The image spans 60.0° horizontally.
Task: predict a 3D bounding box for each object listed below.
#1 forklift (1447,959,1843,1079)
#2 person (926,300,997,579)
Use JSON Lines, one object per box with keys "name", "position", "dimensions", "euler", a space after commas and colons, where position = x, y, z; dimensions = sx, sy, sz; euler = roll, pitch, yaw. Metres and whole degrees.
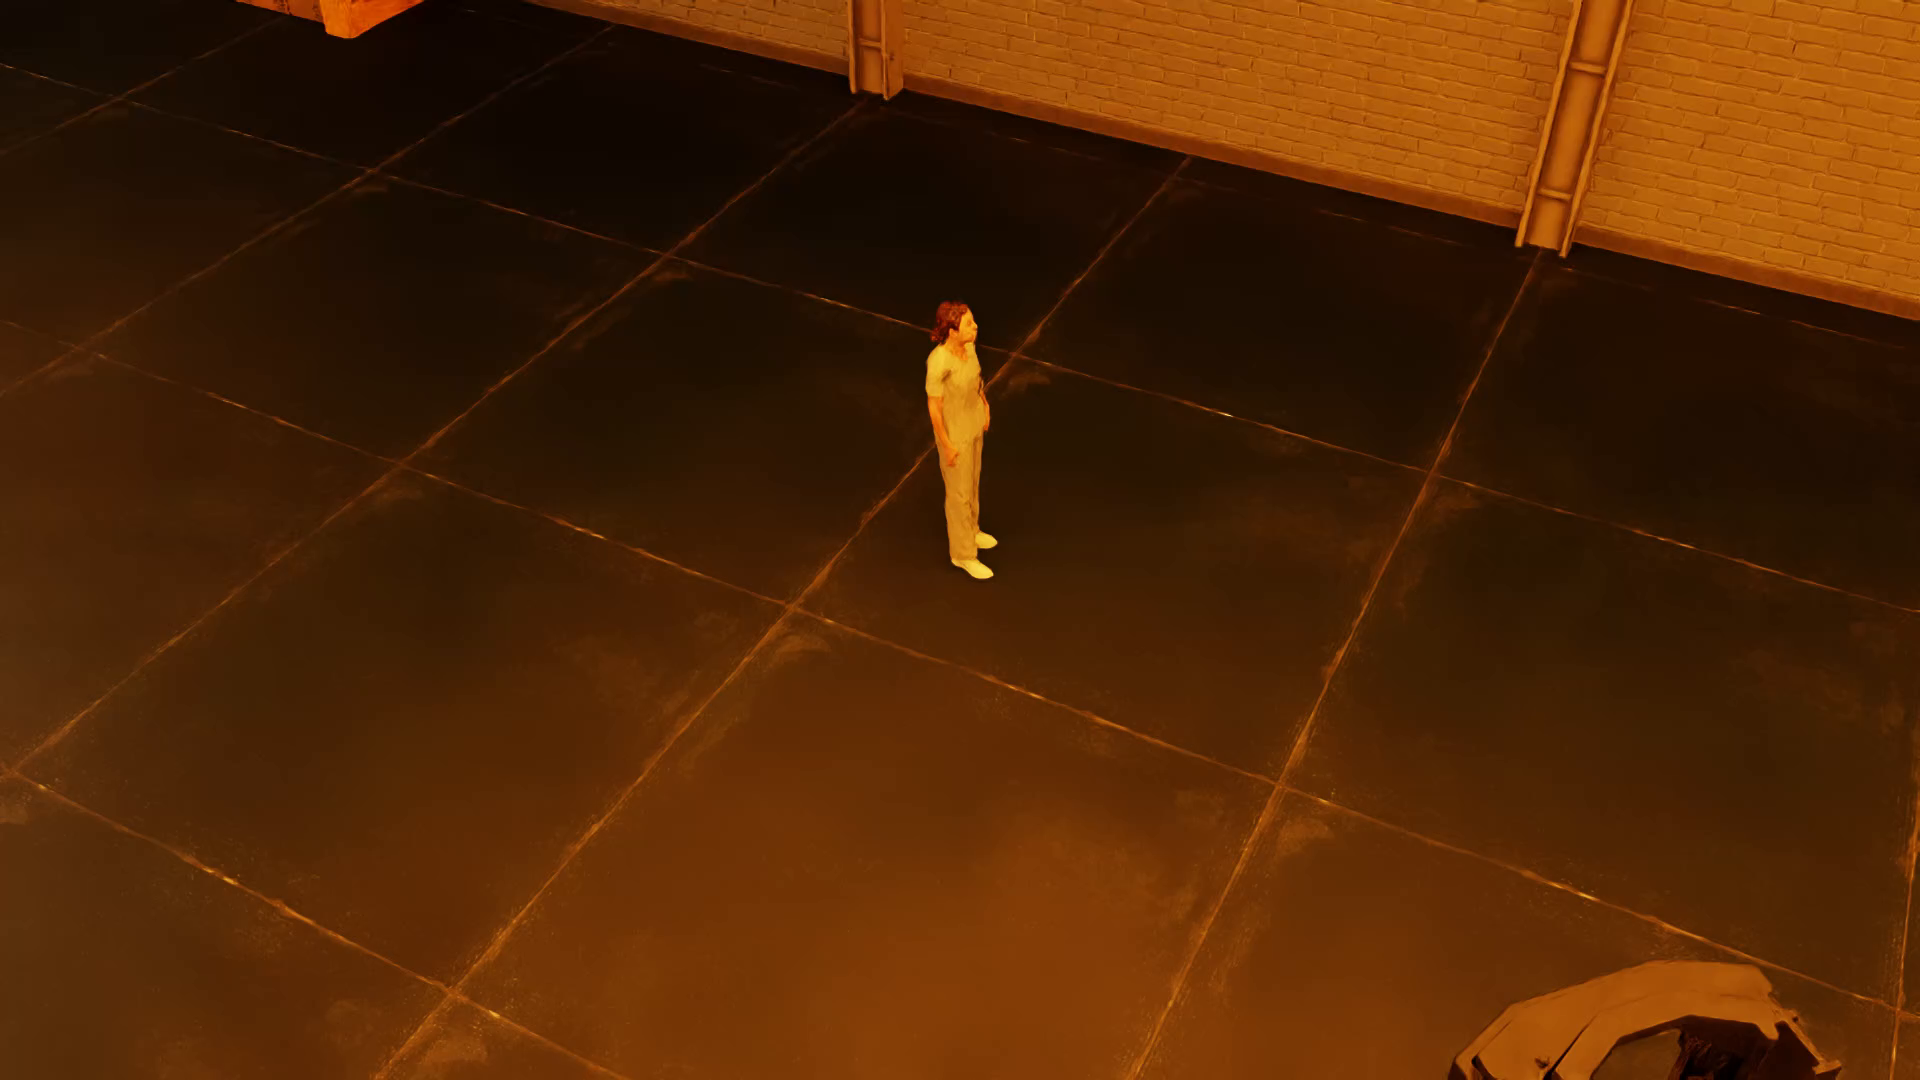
{"name": "forklift", "position": [1.954, 2.713, 4.765], "dimensions": [1.130, 2.935, 3.031], "euler": [-12, 42, -14]}
{"name": "person", "position": [0.060, -0.617, 9.682], "dimensions": [0.548, 1.674, 0.550], "euler": [18, 43, 21]}
